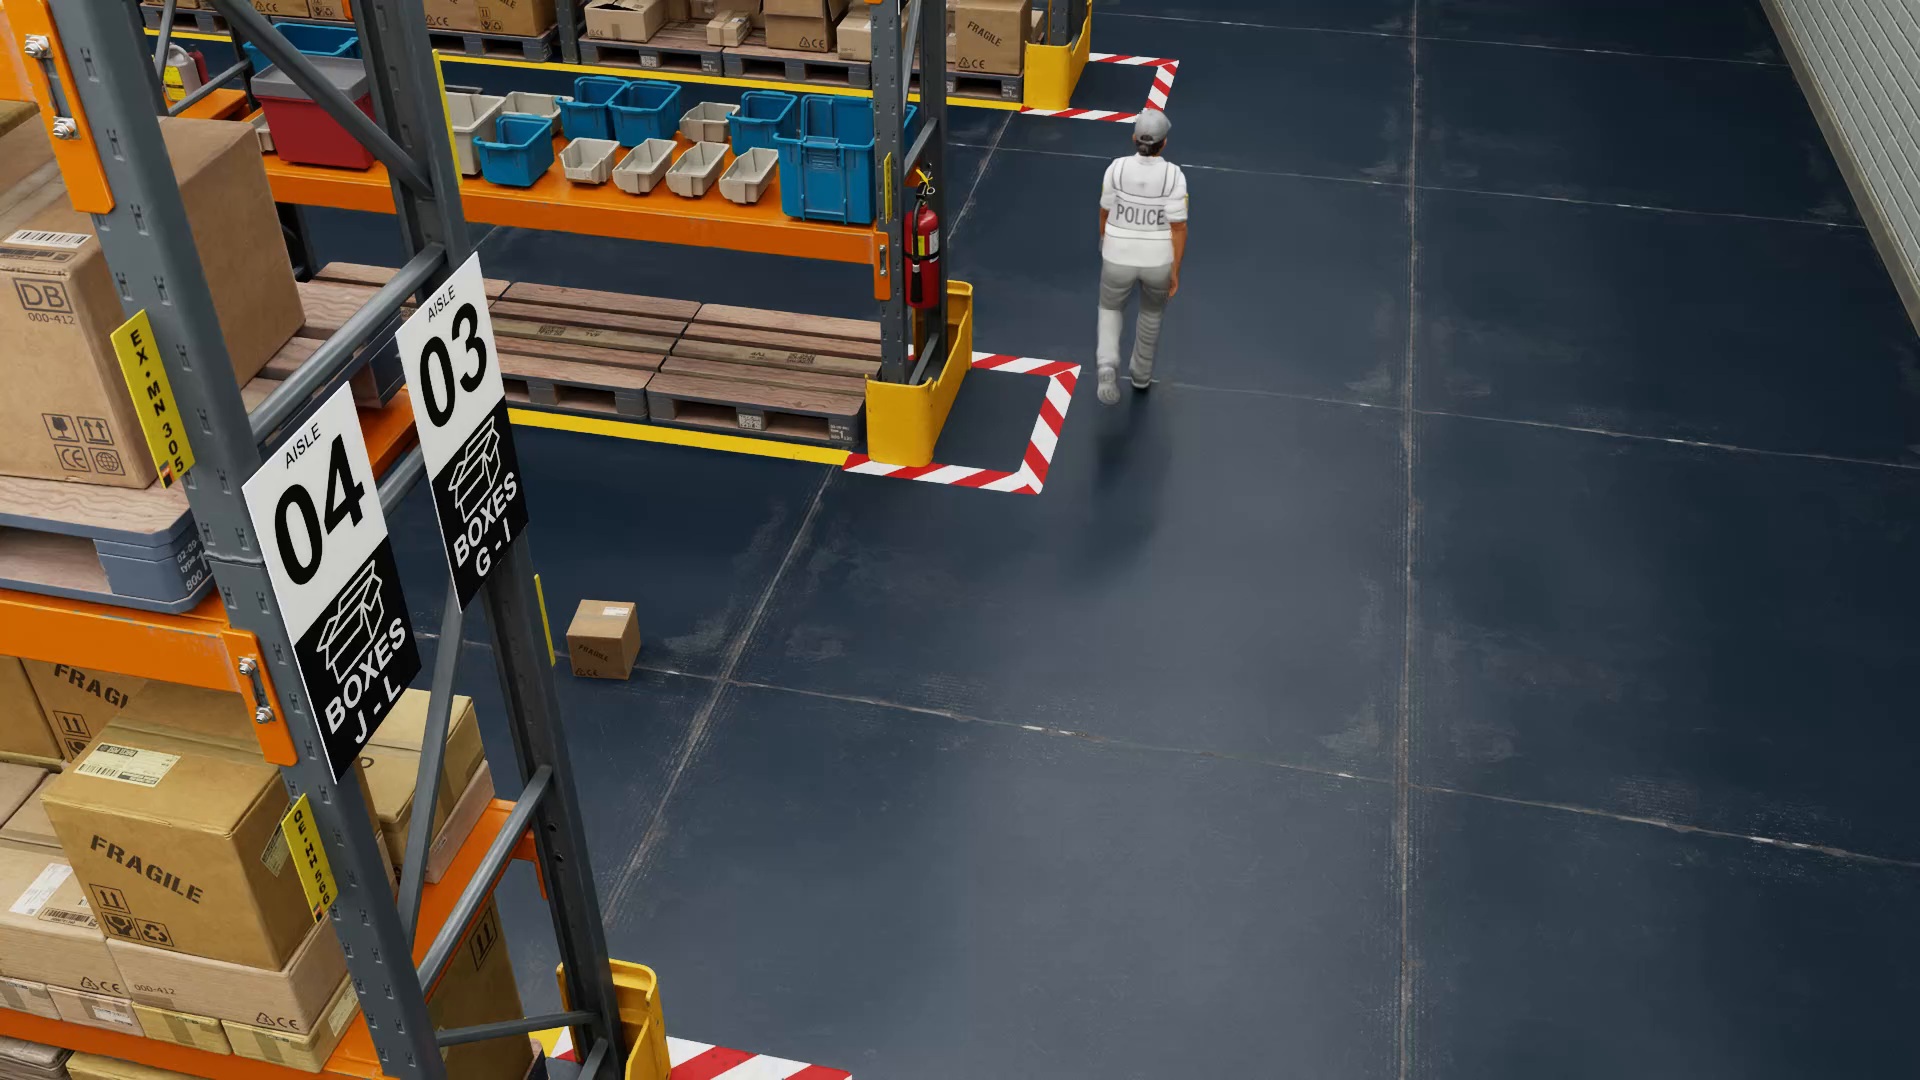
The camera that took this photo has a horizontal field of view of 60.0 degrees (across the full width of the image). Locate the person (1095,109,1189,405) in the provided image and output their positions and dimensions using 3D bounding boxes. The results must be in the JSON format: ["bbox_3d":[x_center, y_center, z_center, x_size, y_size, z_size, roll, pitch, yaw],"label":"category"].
[{"bbox_3d":[0.966,-1.488,8.926,0.477,1.644,0.676,6,37,8],"label":"person"}]
